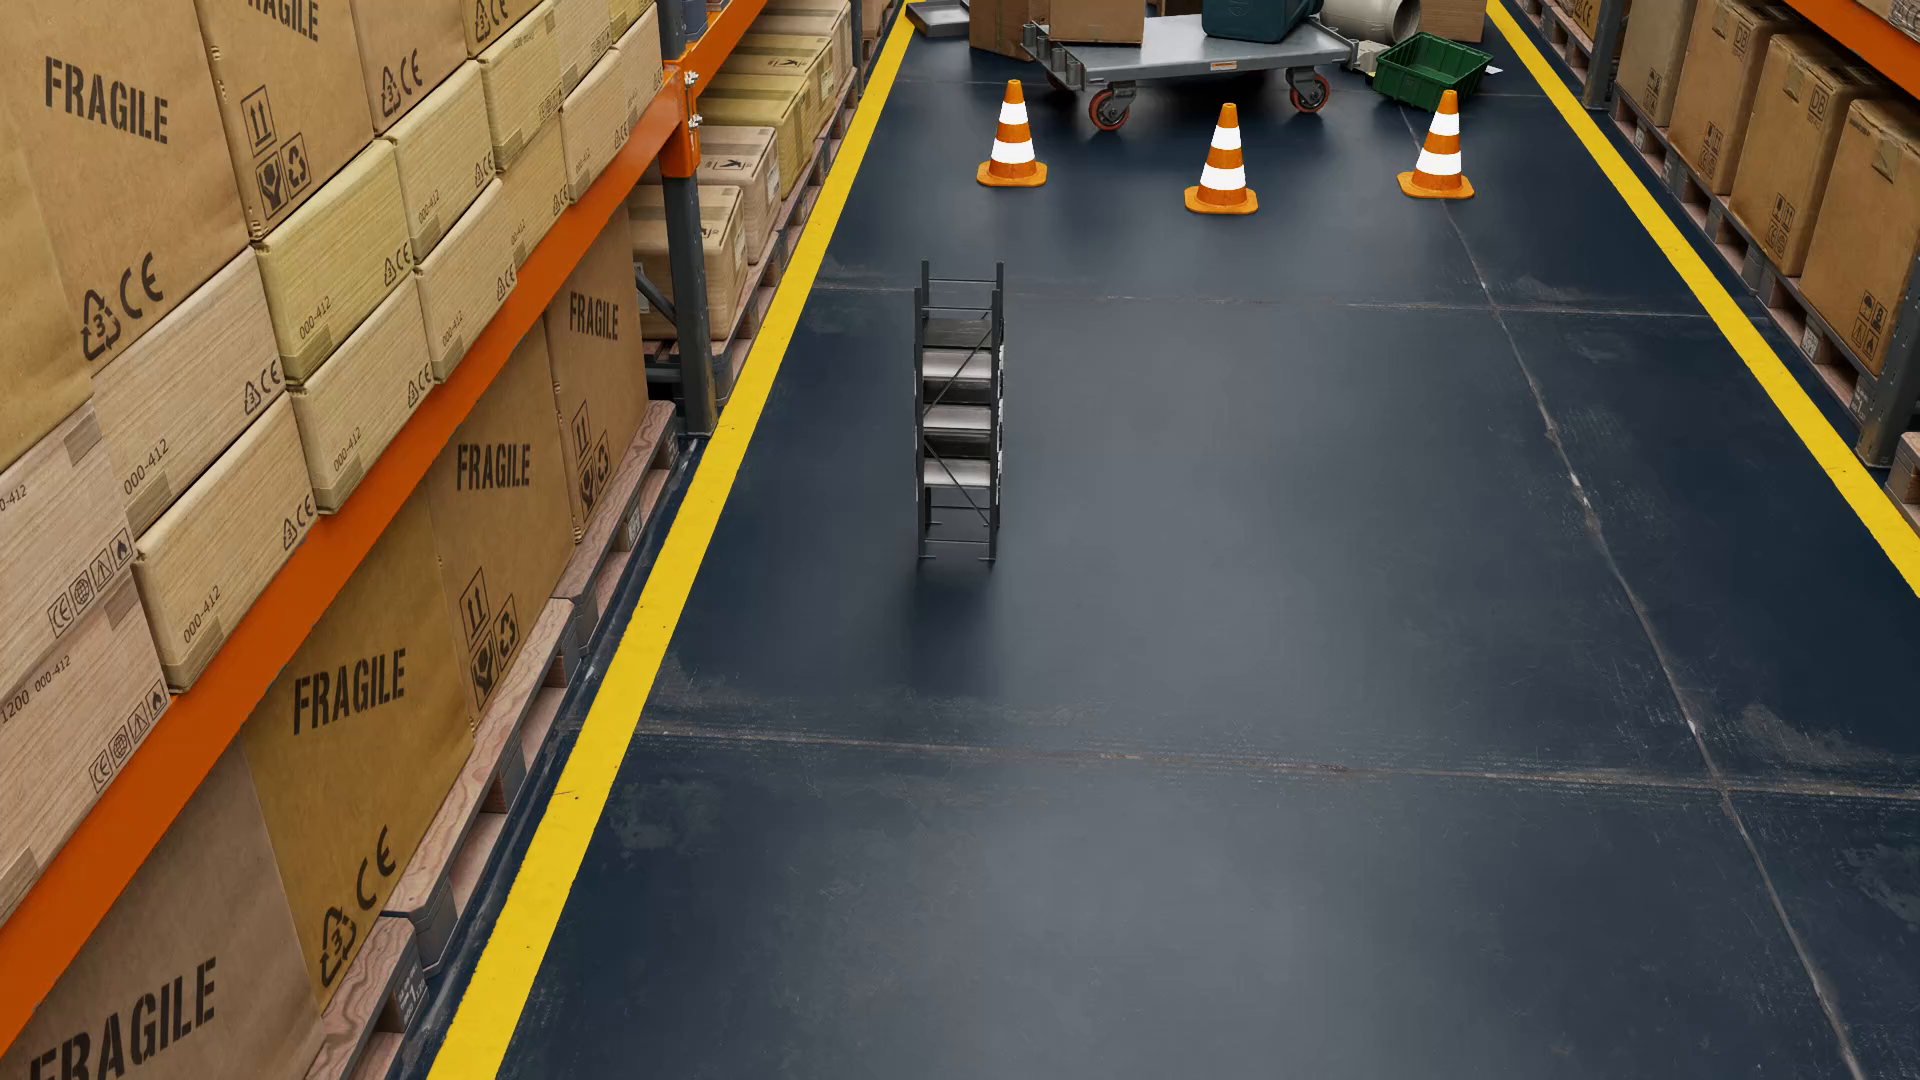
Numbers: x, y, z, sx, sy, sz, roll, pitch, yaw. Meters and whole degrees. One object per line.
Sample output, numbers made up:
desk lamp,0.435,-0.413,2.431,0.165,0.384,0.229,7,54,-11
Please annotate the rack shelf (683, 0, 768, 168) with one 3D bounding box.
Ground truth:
rack shelf,-1.202,-2.424,7.009,1.077,0.370,4.000,2,32,4

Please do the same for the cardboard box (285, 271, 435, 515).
cardboard box,-1.293,-0.285,2.997,0.500,0.250,0.500,2,32,4

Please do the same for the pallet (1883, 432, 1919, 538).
pallet,3.512,0.070,4.935,1.003,0.211,1.213,2,32,4

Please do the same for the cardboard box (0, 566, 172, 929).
cardboard box,-1.391,0.253,2.124,0.500,0.250,0.500,2,32,3

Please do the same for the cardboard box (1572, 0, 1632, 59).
cardboard box,4.024,-3.217,9.236,0.875,0.875,0.875,3,32,5

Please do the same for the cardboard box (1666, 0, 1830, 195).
cardboard box,3.860,-2.005,7.389,1.050,0.750,0.750,2,32,4

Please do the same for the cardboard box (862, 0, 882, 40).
cardboard box,-0.722,-3.081,9.611,0.500,0.250,0.500,1,32,2

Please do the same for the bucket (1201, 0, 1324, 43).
bucket,1.616,-3.040,8.995,0.726,0.611,0.620,14,44,21

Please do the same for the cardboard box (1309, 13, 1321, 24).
cardboard box,2.207,-3.431,10.563,0.396,0.266,0.258,8,32,12

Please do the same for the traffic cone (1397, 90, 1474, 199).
traffic cone,2.289,-1.900,7.892,0.336,0.463,0.334,2,32,4

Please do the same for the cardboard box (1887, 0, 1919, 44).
cardboard box,3.346,-1.815,5.241,0.500,0.500,0.500,2,32,4

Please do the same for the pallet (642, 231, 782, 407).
pallet,-1.299,-0.905,6.518,1.003,0.211,1.213,2,32,4

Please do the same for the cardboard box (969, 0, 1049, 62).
cardboard box,0.405,-3.215,9.987,0.500,0.500,0.500,27,41,37

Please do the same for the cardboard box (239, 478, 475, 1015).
cardboard box,-1.654,0.333,3.475,0.875,0.875,0.875,3,32,5

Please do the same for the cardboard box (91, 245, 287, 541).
cardboard box,-1.359,-0.233,2.436,0.500,0.250,0.500,3,32,5

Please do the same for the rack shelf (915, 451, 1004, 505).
rack shelf,-0.001,-0.197,5.119,0.258,0.077,0.200,2,32,4

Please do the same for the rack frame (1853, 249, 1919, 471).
rack frame,3.577,-1.525,4.866,1.000,3.000,0.127,2,32,4

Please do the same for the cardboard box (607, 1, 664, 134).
cardboard box,-1.147,-1.345,4.716,0.500,0.250,0.500,1,32,2

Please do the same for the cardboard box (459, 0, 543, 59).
cardboard box,-1.227,-1.343,3.521,0.500,0.500,0.500,2,32,4

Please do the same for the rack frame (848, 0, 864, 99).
rack frame,-1.039,-3.776,8.517,1.000,3.000,0.127,2,32,4

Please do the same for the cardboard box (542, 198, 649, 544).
cardboard box,-1.504,-0.601,4.990,0.875,0.875,0.875,2,32,4

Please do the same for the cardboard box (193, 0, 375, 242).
cardboard box,-1.311,-0.808,2.653,0.500,0.500,0.500,2,32,3

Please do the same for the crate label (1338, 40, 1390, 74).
crate label,2.360,-2.816,9.690,0.298,0.136,0.250,-20,37,-29

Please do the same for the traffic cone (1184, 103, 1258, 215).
traffic cone,1.229,-1.793,7.718,0.336,0.463,0.334,2,32,4

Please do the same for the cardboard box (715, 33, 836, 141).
cardboard box,-1.134,-2.185,8.041,0.950,0.372,0.625,4,32,7

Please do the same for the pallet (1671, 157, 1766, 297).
pallet,3.818,-1.383,7.294,1.003,0.211,1.213,2,32,4

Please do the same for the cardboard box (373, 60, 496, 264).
cardboard box,-1.252,-0.760,3.291,0.500,0.250,0.500,2,32,2

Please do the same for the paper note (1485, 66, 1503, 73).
paper note,3.055,-2.743,9.672,0.147,0.020,0.142,-20,37,-29

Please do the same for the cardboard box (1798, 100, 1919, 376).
cardboard box,3.716,-1.061,5.857,1.050,0.750,0.750,2,32,3

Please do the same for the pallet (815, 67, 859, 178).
pallet,-1.101,-2.181,8.588,1.003,0.211,1.213,2,32,4

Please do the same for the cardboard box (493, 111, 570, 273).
cardboard box,-1.230,-0.814,3.855,0.500,0.250,0.500,2,32,3

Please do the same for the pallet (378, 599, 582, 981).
pallet,-1.606,0.548,4.159,1.003,0.211,1.213,2,32,4

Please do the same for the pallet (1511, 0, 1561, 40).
pallet,4.140,-3.464,10.669,1.003,0.211,1.213,2,32,4

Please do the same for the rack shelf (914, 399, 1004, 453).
rack shelf,-0.001,-0.350,5.024,0.258,0.077,0.200,2,32,4

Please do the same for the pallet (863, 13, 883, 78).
pallet,-1.019,-2.941,9.821,1.003,0.211,1.213,2,32,4

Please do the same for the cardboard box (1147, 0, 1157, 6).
cardboard box,1.667,-3.778,10.900,0.797,0.503,0.637,-20,37,-29

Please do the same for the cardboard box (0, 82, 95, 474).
cardboard box,-1.368,-0.278,1.794,0.500,0.500,0.500,3,32,5

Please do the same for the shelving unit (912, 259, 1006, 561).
shelving unit,-0.001,-0.379,5.007,0.258,0.900,0.210,2,32,4

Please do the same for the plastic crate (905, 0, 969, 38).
plastic crate,-0.094,-3.319,10.559,0.402,0.080,0.583,-8,33,-13

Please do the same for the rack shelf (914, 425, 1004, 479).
rack shelf,-0.001,-0.274,5.072,0.258,0.077,0.200,2,32,4

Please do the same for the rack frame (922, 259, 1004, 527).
rack frame,0.008,-0.432,5.093,0.240,0.900,0.006,2,32,4

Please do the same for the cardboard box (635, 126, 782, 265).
cardboard box,-1.257,-1.425,6.808,0.950,0.372,0.625,2,32,3

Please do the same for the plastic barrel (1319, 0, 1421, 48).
plastic barrel,2.466,-3.179,10.005,0.512,0.421,0.421,27,41,37

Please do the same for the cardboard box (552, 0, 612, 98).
cardboard box,-1.189,-1.301,4.168,0.500,0.250,0.500,2,32,3
